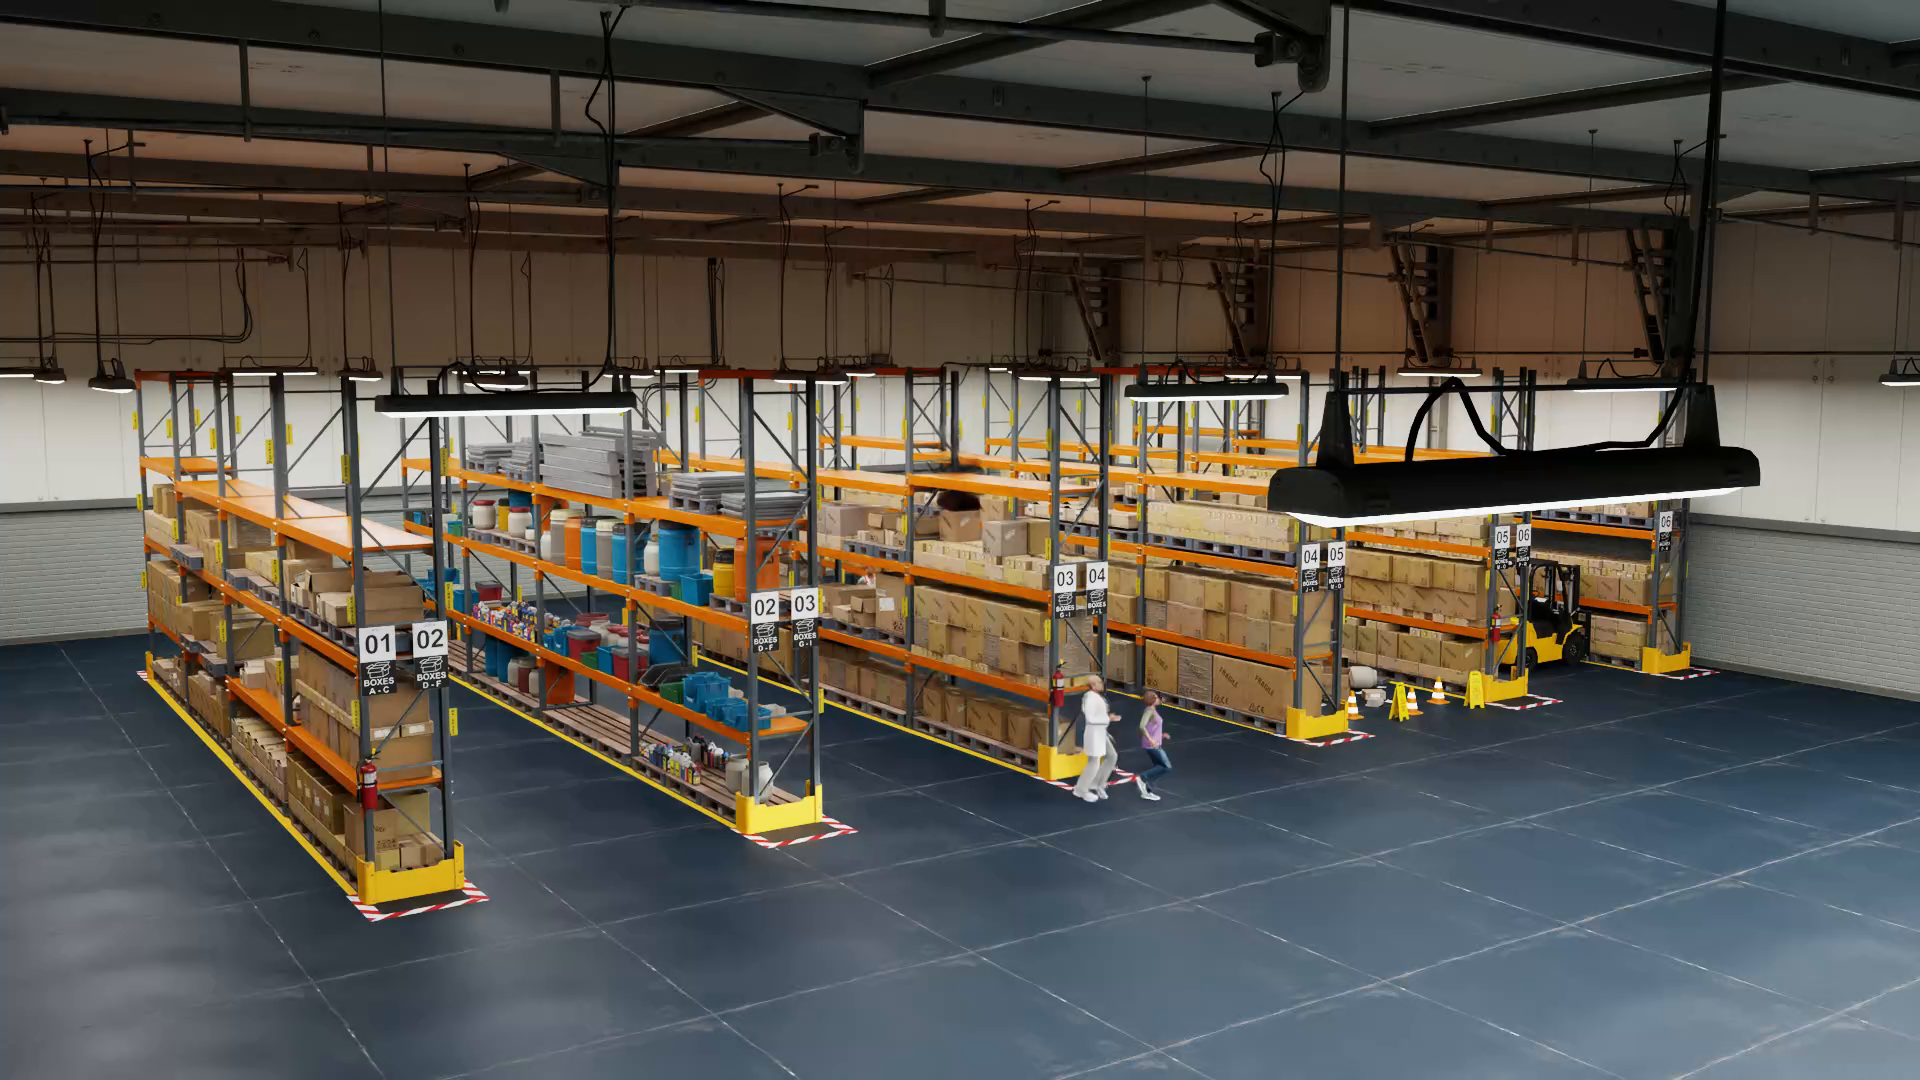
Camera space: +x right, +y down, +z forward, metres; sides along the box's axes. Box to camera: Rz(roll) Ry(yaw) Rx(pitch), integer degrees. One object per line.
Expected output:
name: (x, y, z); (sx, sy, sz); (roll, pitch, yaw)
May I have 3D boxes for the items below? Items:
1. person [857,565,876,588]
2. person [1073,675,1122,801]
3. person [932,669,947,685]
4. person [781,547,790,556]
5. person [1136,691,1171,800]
person: (-1.963, 1.360, 36.439); (0.653, 1.749, 0.564); (-4, 7, -31)
person: (1.953, 2.817, 23.517); (0.700, 1.827, 0.716); (2, 7, 14)
person: (-0.345, 1.959, 31.492); (0.579, 1.729, 0.748); (-6, 9, -42)
person: (-4.261, 0.965, 39.965); (0.750, 1.748, 0.821); (0, 6, 3)
person: (2.751, 2.914, 23.551); (0.464, 1.546, 0.547); (0, 6, 3)
